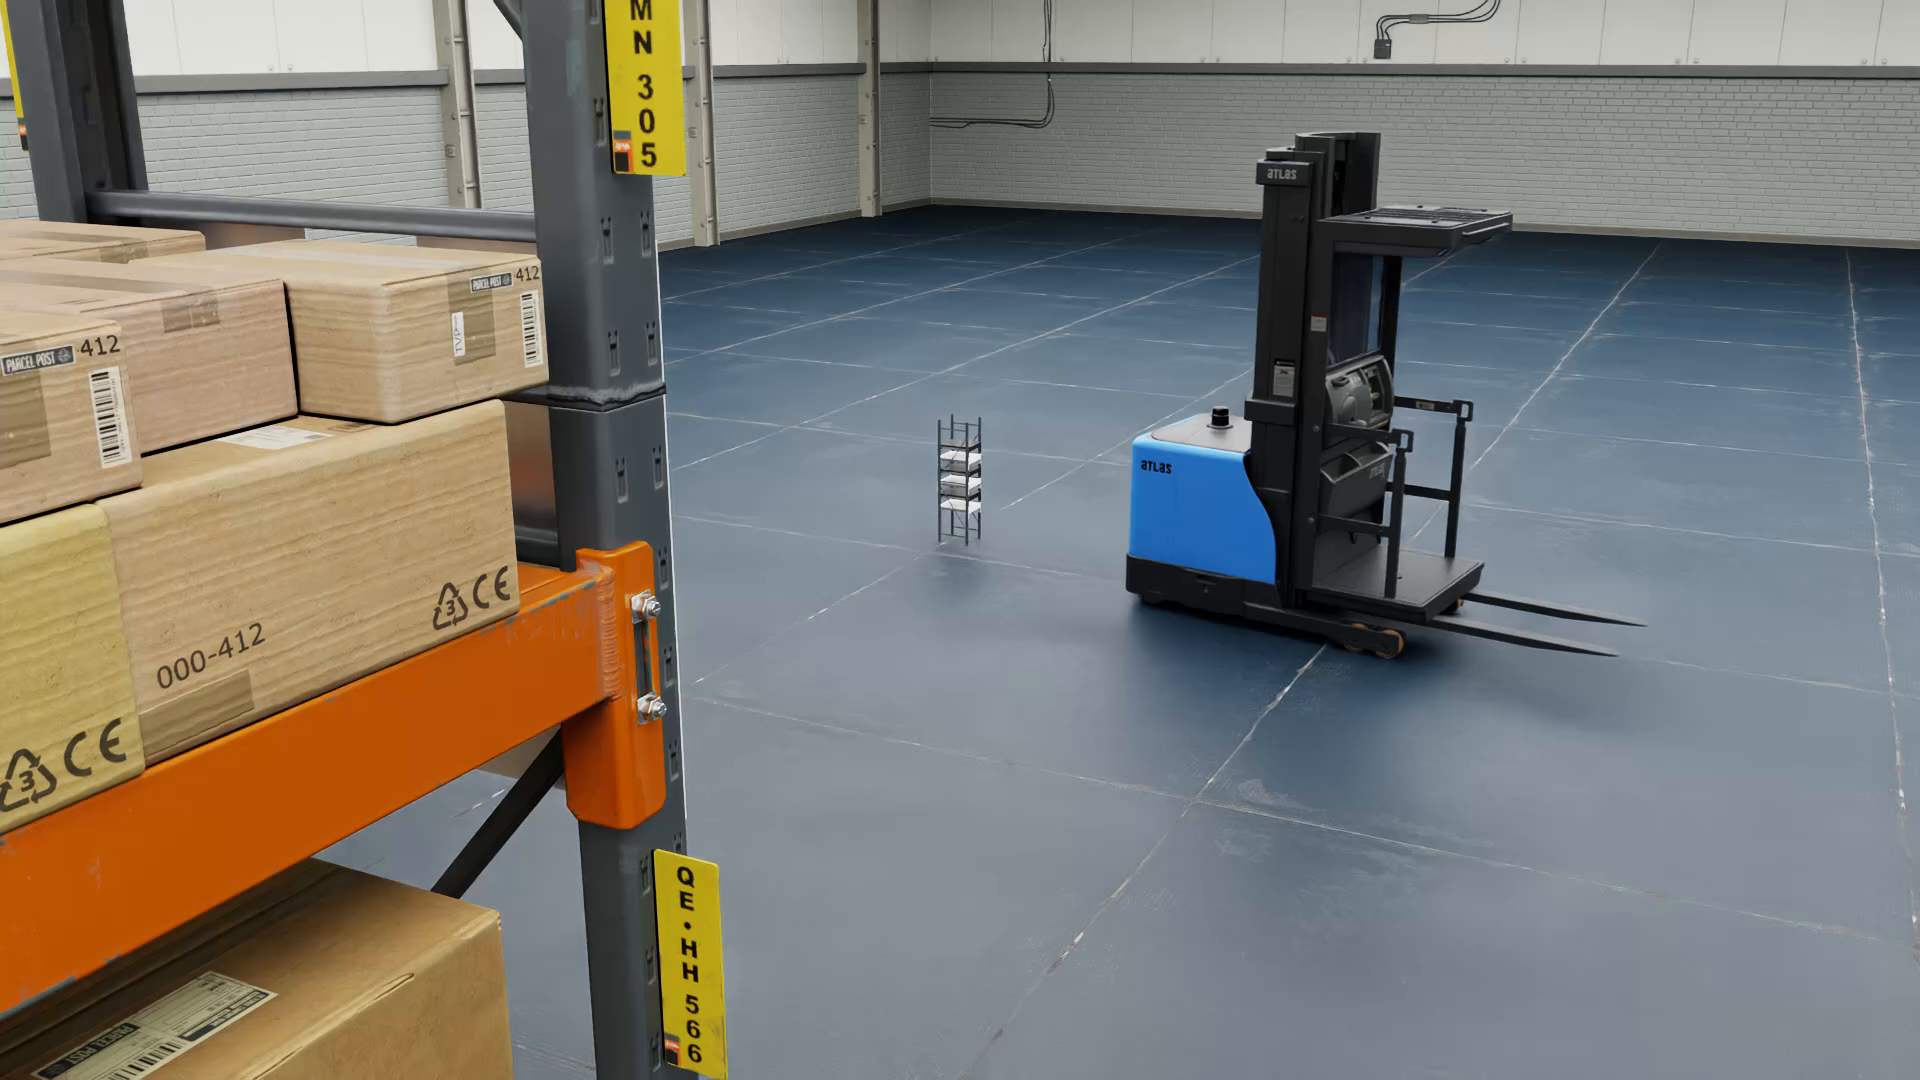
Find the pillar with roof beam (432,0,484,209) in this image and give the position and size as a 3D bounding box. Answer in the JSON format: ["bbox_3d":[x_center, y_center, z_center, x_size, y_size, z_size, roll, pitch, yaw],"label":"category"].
[{"bbox_3d":[-3.380,-7.537,21.596,9.100,9.000,0.400,8,18,25],"label":"pillar with roof beam"}]

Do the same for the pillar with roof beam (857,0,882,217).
[{"bbox_3d":[1.982,-10.594,31.887,9.100,9.000,0.400,8,18,25],"label":"pillar with roof beam"}]

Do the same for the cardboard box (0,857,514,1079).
[{"bbox_3d":[-0.873,0.706,1.925,0.500,0.500,0.500,8,18,25],"label":"cardboard box"}]

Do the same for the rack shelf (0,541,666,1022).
[{"bbox_3d":[-1.742,0.621,0.661,1.077,0.370,4.000,8,18,25],"label":"rack shelf"}]

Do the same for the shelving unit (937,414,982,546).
[{"bbox_3d":[-0.004,-0.429,11.889,0.258,0.900,0.210,8,18,25],"label":"shelving unit"}]

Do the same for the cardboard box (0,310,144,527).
[{"bbox_3d":[-0.939,-0.107,1.412,0.380,0.149,0.250,7,18,23],"label":"cardboard box"}]

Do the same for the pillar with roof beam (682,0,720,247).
[{"bbox_3d":[-0.699,-9.066,26.742,9.100,9.000,0.400,8,18,25],"label":"pillar with roof beam"}]

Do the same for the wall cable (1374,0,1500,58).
[{"bbox_3d":[9.116,-12.142,31.127,2.305,6.003,0.169,8,18,25],"label":"wall cable"}]

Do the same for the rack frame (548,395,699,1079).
[{"bbox_3d":[-0.849,1.204,2.701,1.000,3.000,0.127,8,18,25],"label":"rack frame"}]

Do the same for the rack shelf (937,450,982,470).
[{"bbox_3d":[-0.004,-0.570,11.848,0.258,0.077,0.200,8,18,25],"label":"rack shelf"}]

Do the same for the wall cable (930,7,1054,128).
[{"bbox_3d":[0.631,-10.235,36.133,3.097,2.526,0.112,8,18,25],"label":"wall cable"}]

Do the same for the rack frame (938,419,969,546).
[{"bbox_3d":[-0.049,-0.403,11.802,0.240,0.900,0.006,8,18,25],"label":"rack frame"}]

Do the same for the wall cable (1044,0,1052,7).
[{"bbox_3d":[3.051,-12.312,34.256,3.097,2.526,0.112,8,18,25],"label":"wall cable"}]

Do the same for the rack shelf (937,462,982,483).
[{"bbox_3d":[-0.004,-0.484,11.873,0.258,0.077,0.200,8,18,25],"label":"rack shelf"}]

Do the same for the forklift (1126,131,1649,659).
[{"bbox_3d":[2.562,-0.885,9.855,3.031,2.935,1.130,11,20,34],"label":"forklift"}]

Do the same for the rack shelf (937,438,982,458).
[{"bbox_3d":[-0.004,-0.656,11.822,0.258,0.077,0.200,8,18,25],"label":"rack shelf"}]

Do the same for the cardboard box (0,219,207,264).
[{"bbox_3d":[-1.179,-0.312,2.102,0.380,0.149,0.250,8,18,25],"label":"cardboard box"}]

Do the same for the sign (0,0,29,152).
[{"bbox_3d":[-1.334,-0.722,2.382,0.100,0.325,0.005,8,18,25],"label":"sign"}]

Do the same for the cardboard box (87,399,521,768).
[{"bbox_3d":[-0.837,-0.007,1.773,0.500,0.250,0.500,9,19,27],"label":"cardboard box"}]

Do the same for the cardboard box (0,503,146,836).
[{"bbox_3d":[-1.057,0.121,1.344,0.500,0.250,0.500,8,18,26],"label":"cardboard box"}]

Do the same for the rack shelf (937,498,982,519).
[{"bbox_3d":[-0.004,-0.225,11.950,0.258,0.077,0.200,8,18,25],"label":"rack shelf"}]

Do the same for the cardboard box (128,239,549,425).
[{"bbox_3d":[-0.694,-0.242,1.867,0.380,0.149,0.250,8,18,25],"label":"cardboard box"}]

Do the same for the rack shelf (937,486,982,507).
[{"bbox_3d":[-0.004,-0.311,11.924,0.258,0.077,0.200,8,18,25],"label":"rack shelf"}]

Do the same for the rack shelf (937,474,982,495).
[{"bbox_3d":[-0.004,-0.397,11.899,0.258,0.077,0.200,8,18,25],"label":"rack shelf"}]

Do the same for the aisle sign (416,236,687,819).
[{"bbox_3d":[-0.553,-0.019,2.256,0.394,0.787,0.004,8,18,25],"label":"aisle sign"}]

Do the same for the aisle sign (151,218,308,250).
[{"bbox_3d":[-1.089,-0.096,2.513,0.394,0.787,0.004,8,18,25],"label":"aisle sign"}]

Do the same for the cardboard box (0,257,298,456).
[{"bbox_3d":[-0.915,-0.191,1.694,0.380,0.149,0.250,7,18,24],"label":"cardboard box"}]

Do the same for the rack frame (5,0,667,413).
[{"bbox_3d":[-0.849,-1.671,1.847,1.000,3.000,0.127,8,18,25],"label":"rack frame"}]

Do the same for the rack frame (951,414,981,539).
[{"bbox_3d":[0.042,-0.455,11.976,0.240,0.900,0.006,8,18,25],"label":"rack frame"}]

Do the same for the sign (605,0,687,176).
[{"bbox_3d":[-0.361,-0.582,1.893,0.100,0.325,0.005,8,18,25],"label":"sign"}]
